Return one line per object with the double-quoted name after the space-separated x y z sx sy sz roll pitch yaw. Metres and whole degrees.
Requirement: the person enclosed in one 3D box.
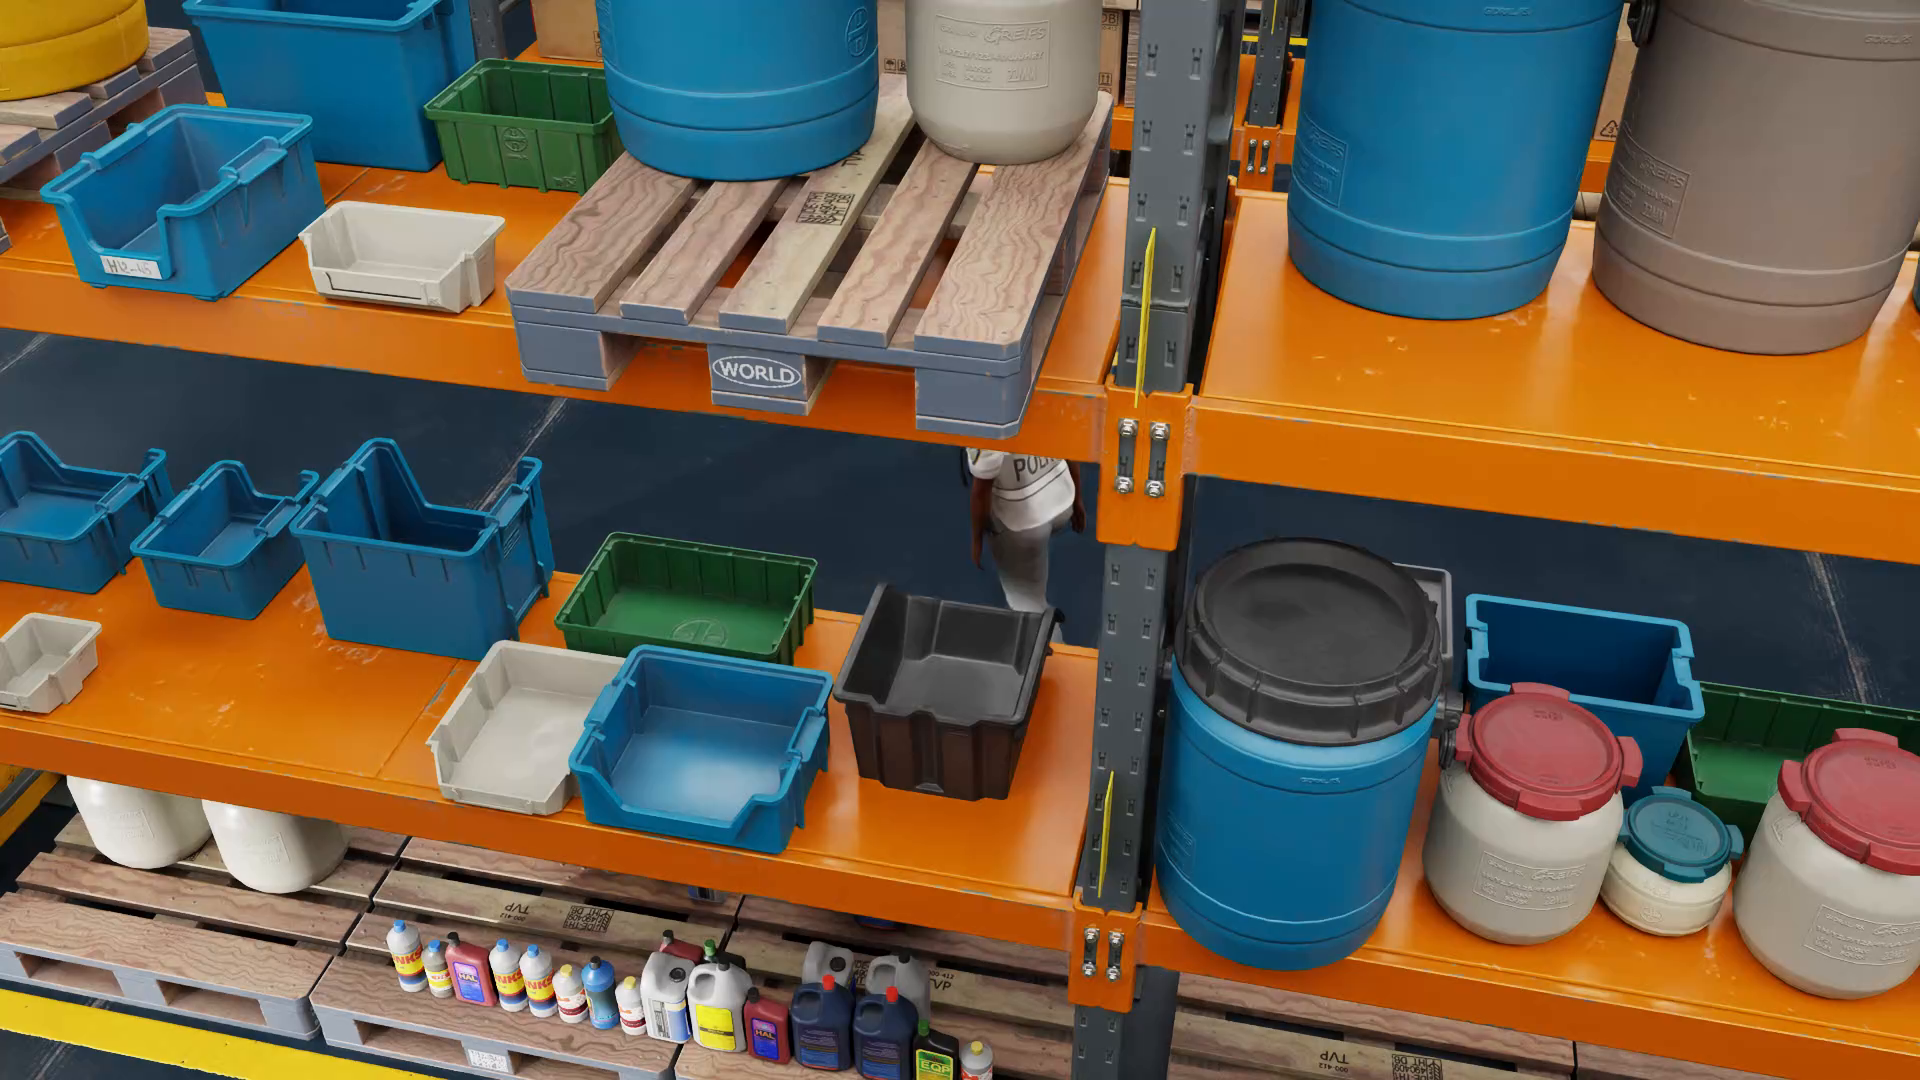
0.241 -0.079 6.234 0.525 1.684 0.477 26 44 30 "person"
